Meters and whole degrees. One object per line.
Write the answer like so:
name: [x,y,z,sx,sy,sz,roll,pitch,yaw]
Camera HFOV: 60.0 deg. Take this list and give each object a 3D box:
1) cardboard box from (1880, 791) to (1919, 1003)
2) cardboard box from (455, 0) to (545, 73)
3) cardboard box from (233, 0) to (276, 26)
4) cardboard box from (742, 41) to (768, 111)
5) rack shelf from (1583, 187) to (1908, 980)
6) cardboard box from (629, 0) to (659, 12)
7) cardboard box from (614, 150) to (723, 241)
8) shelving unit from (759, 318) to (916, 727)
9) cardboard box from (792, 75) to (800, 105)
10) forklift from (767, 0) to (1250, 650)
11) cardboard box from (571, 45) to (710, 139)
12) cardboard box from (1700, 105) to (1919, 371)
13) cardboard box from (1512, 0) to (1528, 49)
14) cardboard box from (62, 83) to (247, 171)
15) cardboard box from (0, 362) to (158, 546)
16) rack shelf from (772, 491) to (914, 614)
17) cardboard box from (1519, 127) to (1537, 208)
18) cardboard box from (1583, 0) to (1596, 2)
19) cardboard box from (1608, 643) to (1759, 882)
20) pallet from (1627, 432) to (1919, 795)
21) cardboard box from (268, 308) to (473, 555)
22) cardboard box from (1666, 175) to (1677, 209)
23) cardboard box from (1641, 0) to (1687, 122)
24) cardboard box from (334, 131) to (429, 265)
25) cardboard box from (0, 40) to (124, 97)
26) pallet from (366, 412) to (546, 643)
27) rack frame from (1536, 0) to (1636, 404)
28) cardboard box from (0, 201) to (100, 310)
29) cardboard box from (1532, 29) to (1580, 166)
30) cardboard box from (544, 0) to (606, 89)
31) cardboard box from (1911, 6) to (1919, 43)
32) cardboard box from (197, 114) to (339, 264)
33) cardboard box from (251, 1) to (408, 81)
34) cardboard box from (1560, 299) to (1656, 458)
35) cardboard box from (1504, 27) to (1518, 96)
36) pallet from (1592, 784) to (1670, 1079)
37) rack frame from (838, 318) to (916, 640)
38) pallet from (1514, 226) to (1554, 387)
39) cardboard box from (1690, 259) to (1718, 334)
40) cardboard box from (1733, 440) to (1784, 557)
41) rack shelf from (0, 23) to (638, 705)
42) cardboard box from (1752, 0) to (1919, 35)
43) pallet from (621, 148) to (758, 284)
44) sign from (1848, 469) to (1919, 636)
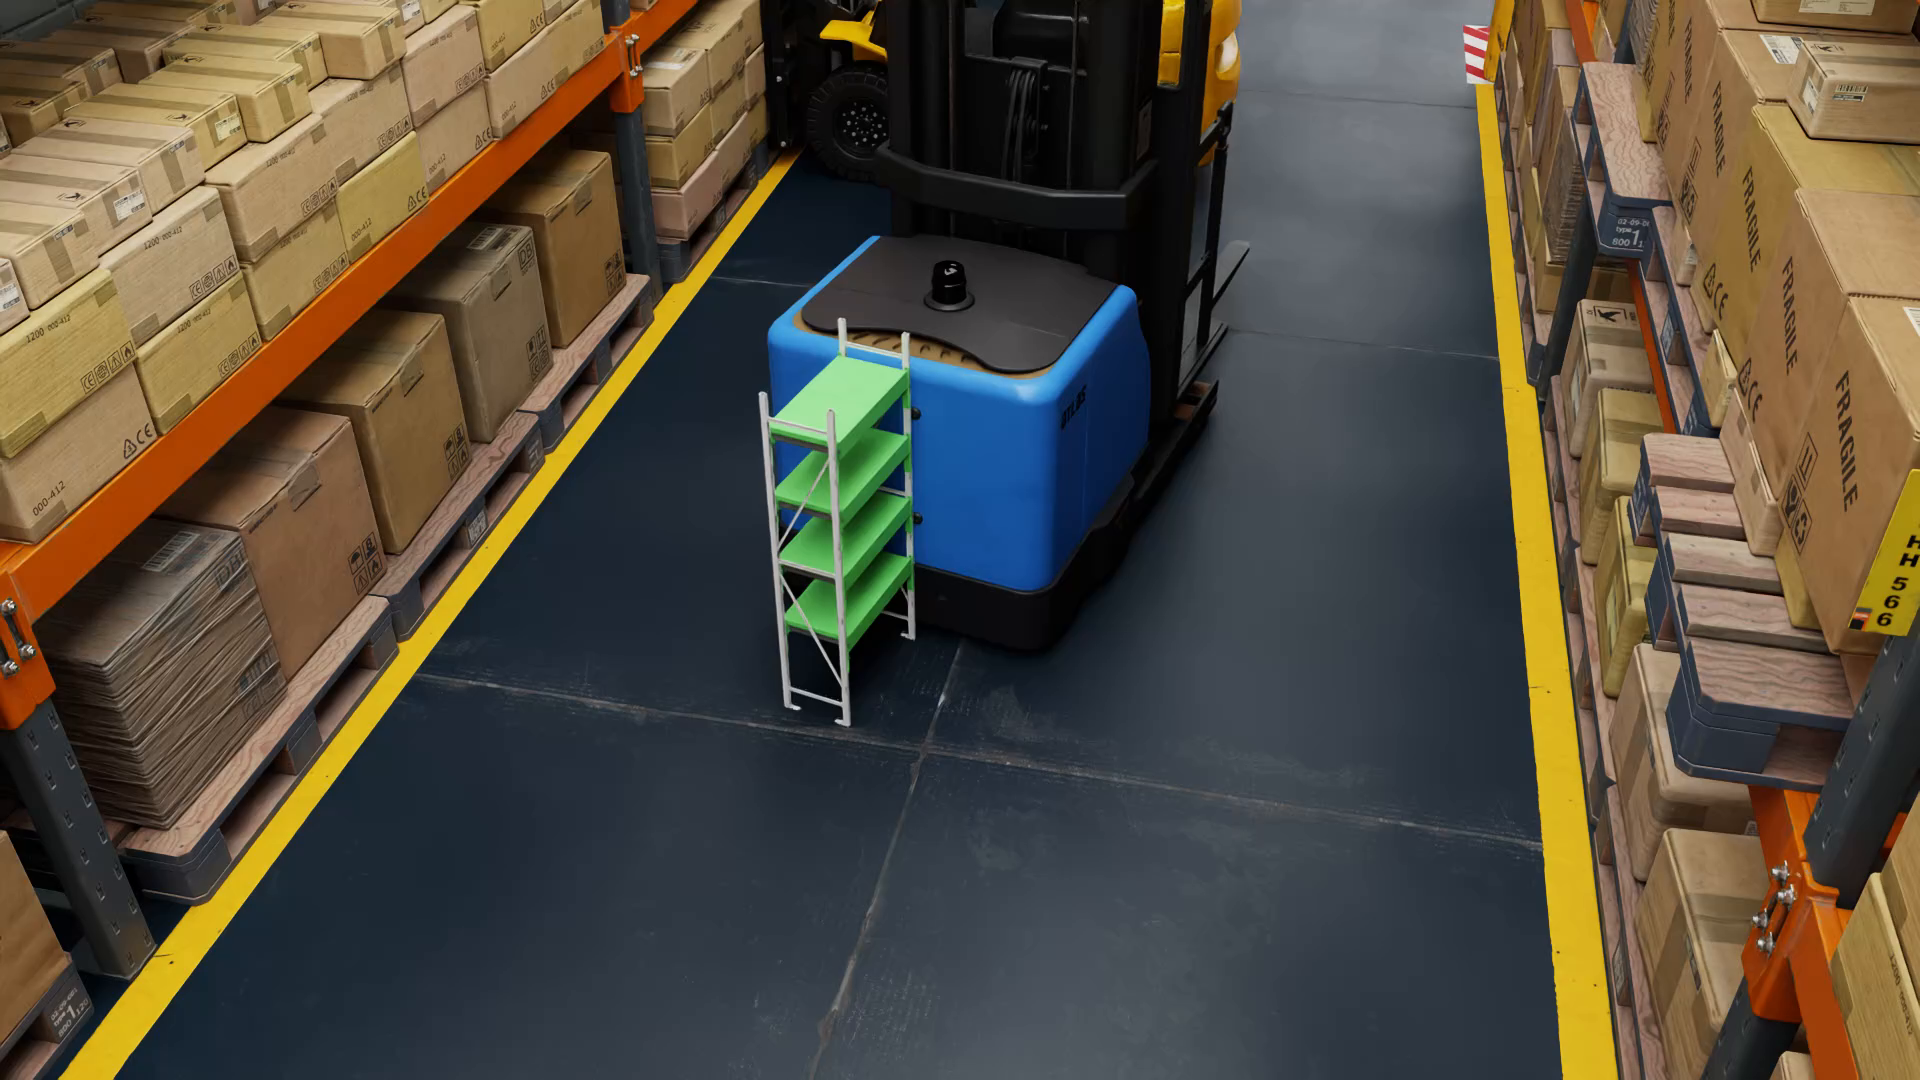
cardboard box: [1.749,0.643,2.509,0.500,0.250,0.500,7,37,10]
cardboard box: [-1.855,-1.921,6.046,0.500,0.250,0.500,6,36,9]
cardboard box: [-2.505,-1.792,5.529,0.380,0.149,0.250,7,37,10]
cardboard box: [-1.267,-2.462,8.650,0.500,0.250,0.500,7,37,10]
rack shelf: [2.526,-0.330,4.763,1.077,0.370,4.000,7,37,10]
cardboard box: [-1.547,-2.650,7.266,0.500,0.500,0.500,6,36,9]
cardboard box: [-1.470,-1.681,7.998,0.500,0.250,0.500,8,37,10]
shelving unit: [-0.367,-0.040,5.282,0.258,1.200,0.503,15,39,20]
cardboard box: [-1.154,-2.559,9.210,0.500,0.250,0.500,8,37,11]
forklift: [0.424,-1.673,6.061,1.130,2.935,3.031,15,39,20]
cardboard box: [-1.487,-2.088,7.708,0.500,0.250,0.500,7,36,9]
cardboard box: [2.131,-0.689,3.948,0.500,0.500,0.500,5,36,7]
cardboard box: [3.361,-2.980,9.152,0.500,0.500,0.500,6,36,8]
cardboard box: [-2.242,-1.147,4.638,0.380,0.149,0.250,8,37,10]
cardboard box: [-2.417,-0.258,4.178,0.500,0.250,0.500,7,37,10]
rack shelf: [-0.367,0.012,5.320,0.258,0.148,0.480,15,39,20]
cardboard box: [3.034,-1.795,8.156,0.500,0.250,0.500,8,37,11]
cardboard box: [2.938,-2.472,7.319,0.380,0.149,0.250,7,36,9]
cardboard box: [2.379,0.672,4.648,0.950,0.372,0.625,7,36,9]
pallet: [2.147,0.181,3.608,1.213,0.211,1.003,7,37,10]
cardboard box: [-2.329,-0.421,5.941,0.875,0.625,0.625,6,36,8]
cardboard box: [2.383,-1.103,5.072,0.380,0.149,0.250,8,37,11]
cardboard box: [2.467,-1.579,5.176,0.500,0.500,0.500,7,37,10]
cardboard box: [-2.090,-1.139,5.393,0.500,0.250,0.500,8,37,11]
cardboard box: [-2.730,-1.358,4.930,0.380,0.149,0.250,7,36,9]
pallet: [-2.274,-0.130,6.250,1.003,0.211,1.213,7,37,10]
rack frame: [2.953,-1.768,6.134,1.000,3.000,0.127,7,37,10]
cardboard box: [-2.339,-0.697,4.018,0.380,0.149,0.250,8,37,11]
cardboard box: [3.032,-2.086,7.918,0.500,0.500,0.500,9,37,12]
cardboard box: [-1.749,-2.006,6.589,0.500,0.250,0.500,8,37,11]
cardboard box: [2.858,-1.226,4.689,0.500,0.500,0.500,9,37,12]
cardboard box: [-2.180,-1.045,4.838,0.500,0.250,0.500,6,36,9]
cardboard box: [-1.978,-1.570,5.222,0.380,0.149,0.250,6,36,9]
cardboard box: [2.844,-0.573,6.366,0.950,0.372,0.625,8,37,11]
cardboard box: [3.365,-2.690,9.391,0.500,0.250,0.500,7,37,10]
pallet: [2.267,1.206,4.406,1.003,0.211,1.213,7,37,10]
rack frame: [-0.266,-0.170,5.462,0.240,1.200,0.015,15,39,20]
pallet: [3.062,-1.029,7.489,1.003,0.211,1.213,7,37,10]
cardboard box: [2.193,-0.659,4.459,0.380,0.149,0.250,6,36,8]
cardboard box: [1.936,-0.074,3.652,0.380,0.149,0.250,7,37,10]
rack shelf: [-2.324,-0.950,5.618,1.077,0.370,4.000,7,37,10]
cardboard box: [2.376,-1.501,4.515,0.380,0.149,0.250,9,37,13]
pallet: [-1.686,-1.710,8.429,1.003,0.211,1.213,7,37,10]
sign: [1.567,0.026,2.739,0.100,0.325,0.005,7,37,10]
